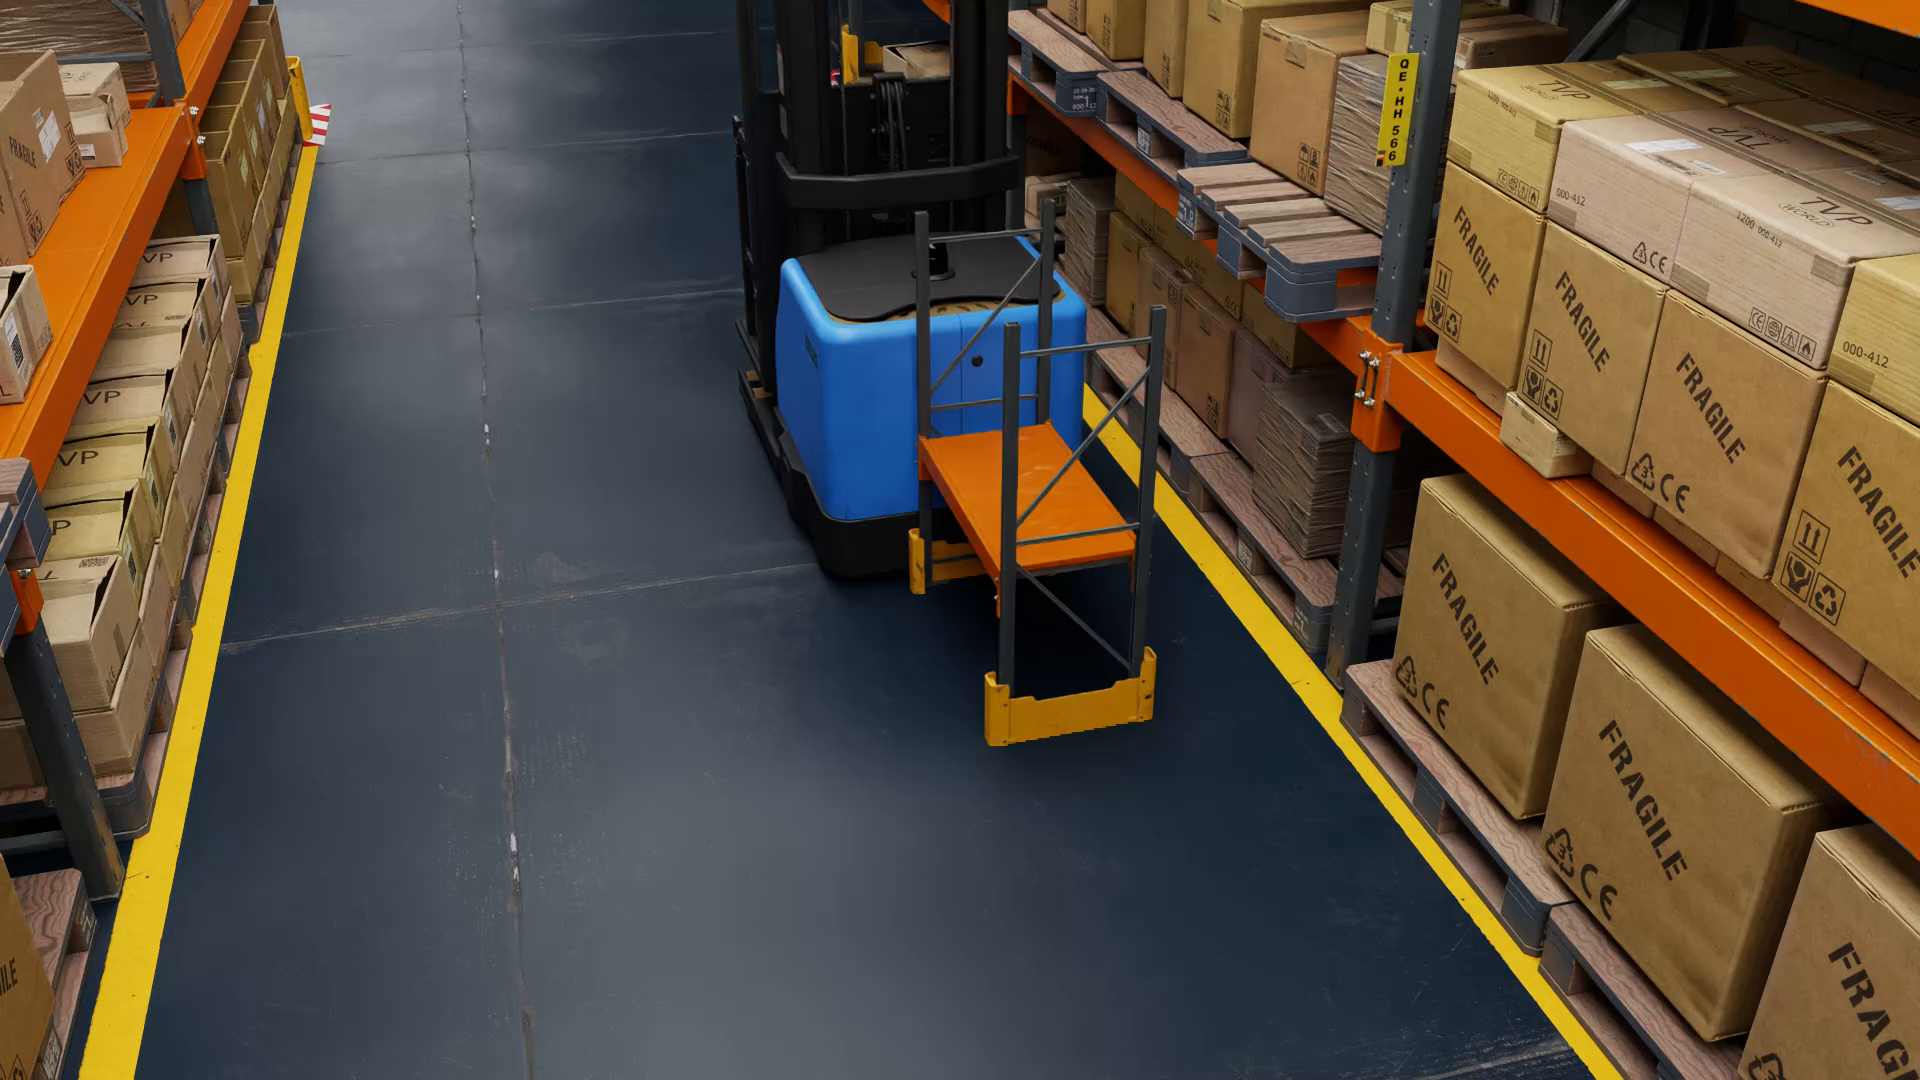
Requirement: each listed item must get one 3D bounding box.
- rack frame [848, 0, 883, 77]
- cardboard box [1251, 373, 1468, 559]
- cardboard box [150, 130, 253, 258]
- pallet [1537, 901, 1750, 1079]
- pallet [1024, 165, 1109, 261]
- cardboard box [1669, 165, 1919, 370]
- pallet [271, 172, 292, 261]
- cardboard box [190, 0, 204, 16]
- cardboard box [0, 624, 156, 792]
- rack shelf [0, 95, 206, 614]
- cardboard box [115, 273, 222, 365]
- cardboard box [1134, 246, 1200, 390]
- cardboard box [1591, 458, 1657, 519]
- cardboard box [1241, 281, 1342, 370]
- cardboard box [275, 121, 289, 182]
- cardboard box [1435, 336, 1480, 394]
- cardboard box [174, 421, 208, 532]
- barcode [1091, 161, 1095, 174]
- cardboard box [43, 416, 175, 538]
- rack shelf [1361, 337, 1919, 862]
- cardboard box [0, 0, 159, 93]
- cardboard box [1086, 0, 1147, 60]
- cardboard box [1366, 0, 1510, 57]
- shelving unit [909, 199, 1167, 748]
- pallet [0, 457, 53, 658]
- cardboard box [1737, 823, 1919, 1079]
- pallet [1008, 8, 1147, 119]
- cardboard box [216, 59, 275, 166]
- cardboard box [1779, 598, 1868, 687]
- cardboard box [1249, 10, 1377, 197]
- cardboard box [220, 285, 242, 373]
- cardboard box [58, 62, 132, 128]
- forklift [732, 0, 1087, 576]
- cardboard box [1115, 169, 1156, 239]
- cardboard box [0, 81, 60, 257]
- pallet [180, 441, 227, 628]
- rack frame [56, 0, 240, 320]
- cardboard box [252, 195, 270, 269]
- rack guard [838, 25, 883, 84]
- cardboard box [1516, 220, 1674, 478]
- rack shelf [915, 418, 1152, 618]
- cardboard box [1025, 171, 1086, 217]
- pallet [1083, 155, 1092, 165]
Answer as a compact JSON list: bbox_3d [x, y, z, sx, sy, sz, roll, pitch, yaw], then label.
[{"bbox_3d":[-0.329,-4.722,11.914,1.000,3.000,0.127,-8,31,-13],"label":"rack frame"},{"bbox_3d":[1.553,-0.307,6.343,0.700,0.500,0.500,-7,31,-13],"label":"cardboard box"},{"bbox_3d":[-3.863,-1.711,8.289,0.500,0.500,0.500,-8,31,-13],"label":"cardboard box"},{"bbox_3d":[2.251,1.328,4.245,1.003,0.211,1.213,-8,31,-13],"label":"pallet"},{"bbox_3d":[0.521,-1.903,9.827,1.003,0.211,1.213,-8,31,-13],"label":"pallet"},{"bbox_3d":[1.946,-0.609,3.643,0.500,0.250,0.500,-8,31,-13],"label":"cardboard box"},{"bbox_3d":[-4.540,-1.903,9.826,1.003,0.211,1.213,-8,31,-13],"label":"pallet"},{"bbox_3d":[-4.579,-3.130,9.064,0.700,0.500,0.500,-7,31,-12],"label":"cardboard box"},{"bbox_3d":[-2.836,0.519,5.185,0.500,0.250,0.500,-8,31,-13],"label":"cardboard box"},{"bbox_3d":[-3.511,-0.852,5.946,1.077,0.370,4.000,-8,31,-13],"label":"rack shelf"},{"bbox_3d":[-3.514,-0.956,7.173,0.500,0.311,0.500,-7,31,-12],"label":"cardboard box"},{"bbox_3d":[1.226,-1.051,7.627,0.700,0.500,0.500,-8,31,-13],"label":"cardboard box"},{"bbox_3d":[1.892,-0.201,4.333,0.380,0.149,0.250,-8,31,-14],"label":"cardboard box"},{"bbox_3d":[1.462,-0.916,6.645,0.500,0.250,0.500,-7,31,-12],"label":"cardboard box"},{"bbox_3d":[-4.398,-2.352,10.145,0.500,0.250,0.500,-8,31,-13],"label":"cardboard box"},{"bbox_3d":[1.659,-0.568,4.968,0.380,0.149,0.250,-8,31,-14],"label":"cardboard box"},{"bbox_3d":[-3.250,-0.222,6.465,0.500,0.250,0.500,-7,31,-12],"label":"cardboard box"},{"bbox_3d":[0.797,-2.228,9.940,0.001,0.075,0.075,-8,31,-13],"label":"barcode"},{"bbox_3d":[-3.117,-0.223,5.907,0.500,0.311,0.500,-9,31,-15],"label":"cardboard box"},{"bbox_3d":[2.326,0.419,3.749,1.077,0.370,4.000,-8,31,-13],"label":"rack shelf"},{"bbox_3d":[-4.166,-2.386,7.779,0.700,0.500,0.500,-9,31,-15],"label":"cardboard box"},{"bbox_3d":[0.977,-2.502,7.540,0.700,0.500,0.500,-5,30,-8],"label":"cardboard box"},{"bbox_3d":[1.575,-1.689,5.486,0.380,0.149,0.250,-13,33,-22],"label":"cardboard box"},{"bbox_3d":[0.233,-0.253,5.691,0.587,1.500,1.083,-8,31,-14],"label":"shelving unit"},{"bbox_3d":[-2.733,0.203,3.596,1.213,0.211,1.003,-8,31,-13],"label":"pallet"},{"bbox_3d":[2.320,1.097,3.587,0.750,0.750,0.750,-7,31,-12],"label":"cardboard box"},{"bbox_3d":[0.796,-2.318,7.953,1.003,0.211,1.213,-8,31,-13],"label":"pallet"},{"bbox_3d":[-4.263,-2.436,9.541,0.500,0.500,0.500,-8,31,-13],"label":"cardboard box"},{"bbox_3d":[2.076,0.171,3.691,0.380,0.149,0.250,-8,31,-13],"label":"cardboard box"},{"bbox_3d":[1.486,-1.584,5.953,0.700,0.500,0.500,-11,32,-18],"label":"cardboard box"},{"bbox_3d":[-3.652,-0.960,7.739,0.500,0.250,0.500,-8,31,-14],"label":"cardboard box"},{"bbox_3d":[-3.869,-1.833,7.072,0.500,0.250,0.500,-6,31,-10],"label":"cardboard box"},{"bbox_3d":[-0.412,-1.855,7.029,1.130,2.935,3.031,-8,31,-14],"label":"forklift"},{"bbox_3d":[1.065,-1.658,7.927,0.500,0.250,0.500,-8,31,-14],"label":"cardboard box"},{"bbox_3d":[-3.581,-1.303,5.908,0.500,0.500,0.500,-8,31,-13],"label":"cardboard box"},{"bbox_3d":[-3.481,0.018,6.508,1.003,0.211,1.213,-8,31,-13],"label":"pallet"},{"bbox_3d":[-4.042,-2.130,7.435,1.000,3.000,0.127,-8,31,-13],"label":"rack frame"},{"bbox_3d":[-4.001,-1.628,8.893,0.500,0.250,0.500,-8,31,-13],"label":"cardboard box"},{"bbox_3d":[-0.309,-3.603,12.476,1.175,0.500,0.348,-8,31,-13],"label":"rack guard"},{"bbox_3d":[1.807,-0.516,4.230,0.500,0.500,0.500,-7,31,-12],"label":"cardboard box"},{"bbox_3d":[0.230,-0.102,5.788,0.538,0.185,1.000,-8,31,-14],"label":"rack shelf"},{"bbox_3d":[0.562,-2.009,9.615,0.380,0.166,0.250,-12,32,-20],"label":"cardboard box"},{"bbox_3d":[0.193,-2.493,10.847,1.003,0.211,1.213,-8,31,-13],"label":"pallet"}]
